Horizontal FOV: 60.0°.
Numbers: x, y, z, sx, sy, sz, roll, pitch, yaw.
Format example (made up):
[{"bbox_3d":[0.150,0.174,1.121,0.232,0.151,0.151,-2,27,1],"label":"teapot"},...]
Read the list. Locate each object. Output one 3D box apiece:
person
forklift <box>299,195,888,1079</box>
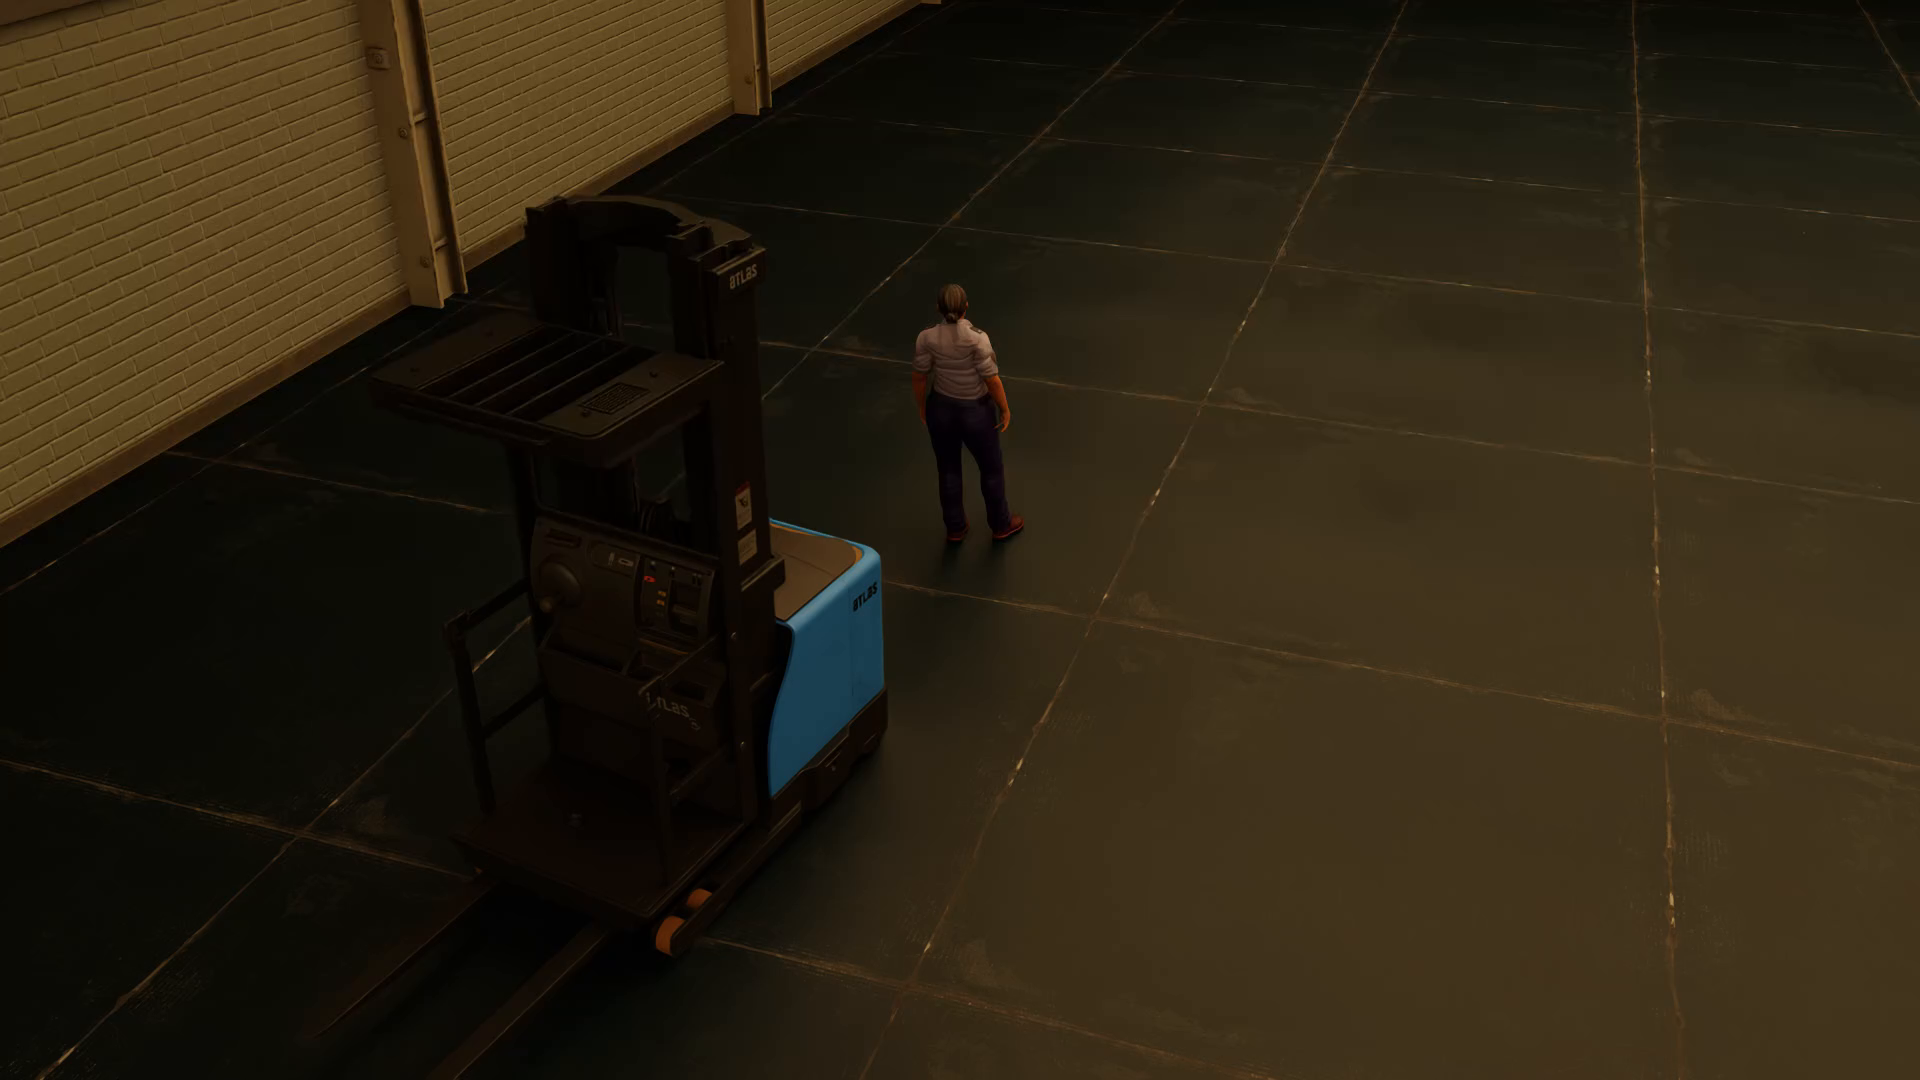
[{"bbox_3d":[0.050,-0.761,9.751,0.599,1.650,0.503,10,31,16],"label":"person"},{"bbox_3d":[-1.508,0.225,6.742,1.130,2.935,3.031,15,33,25],"label":"forklift"}]
